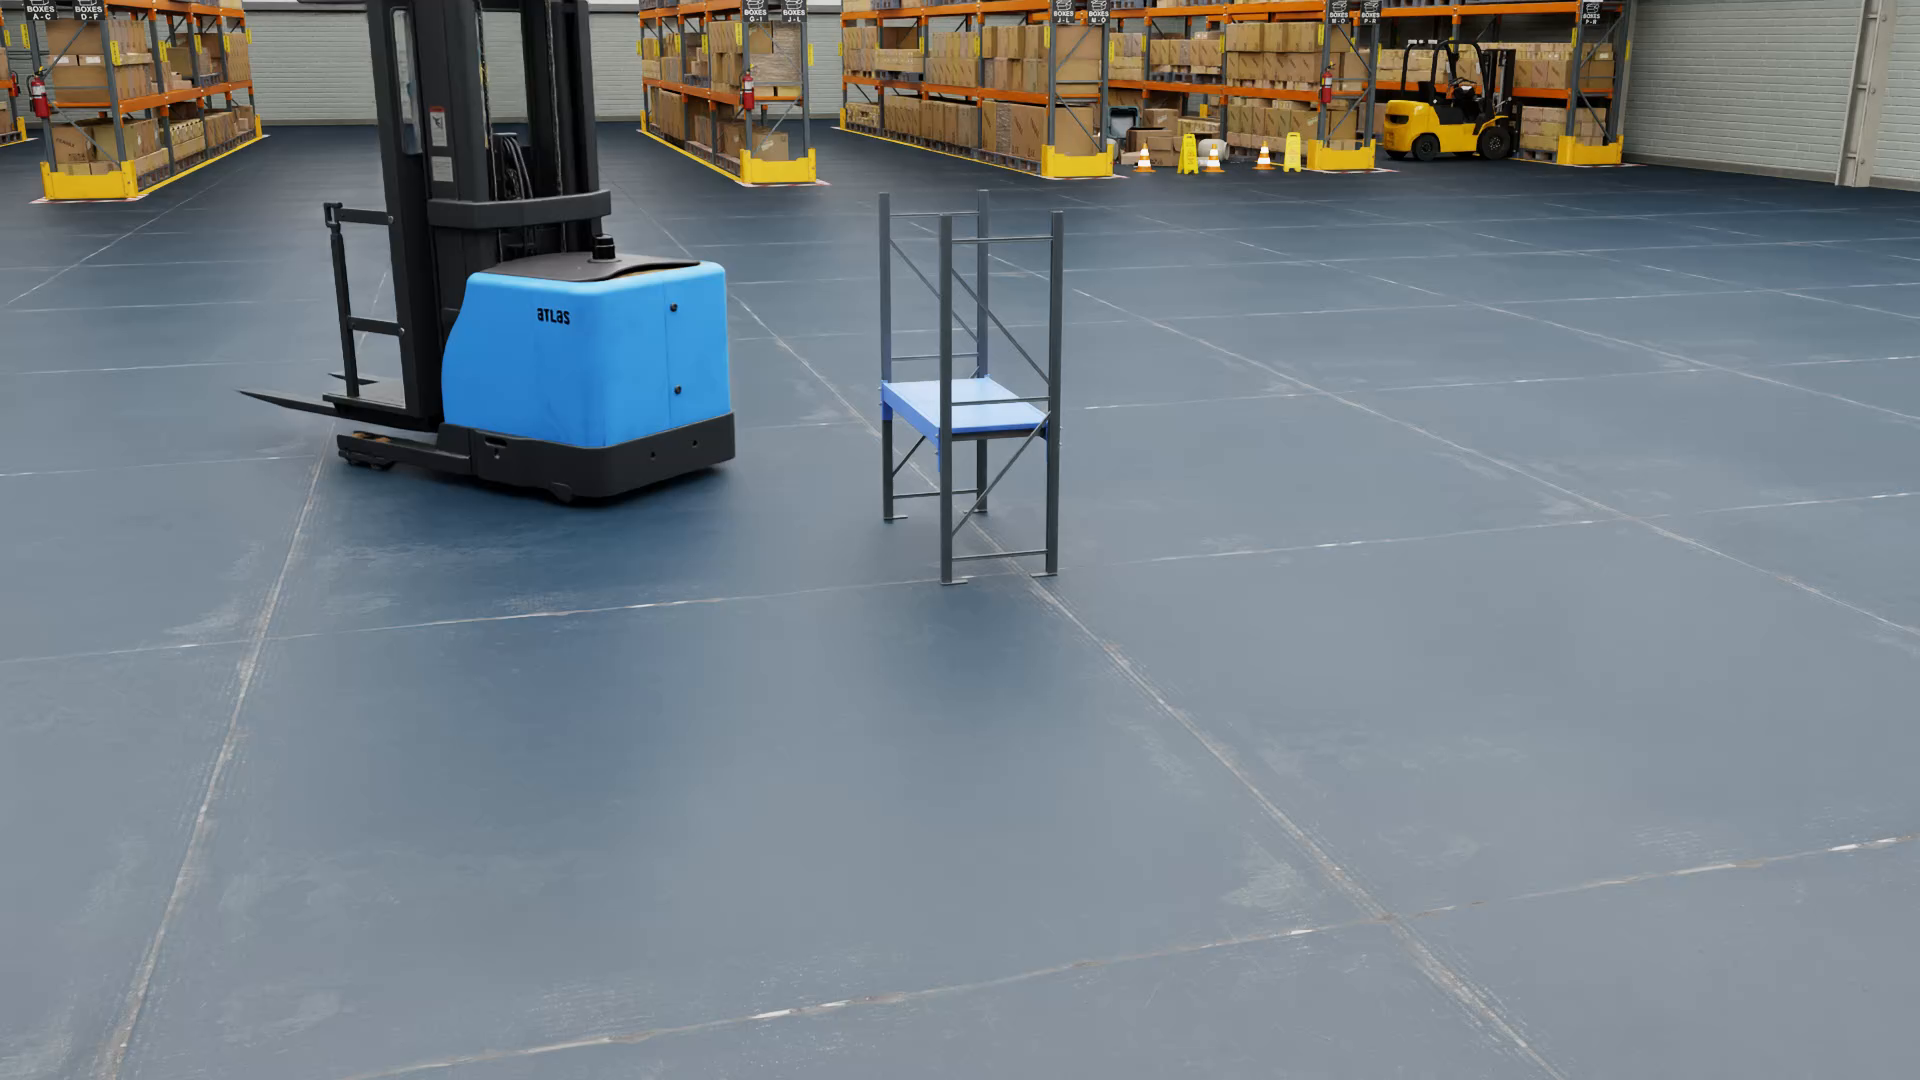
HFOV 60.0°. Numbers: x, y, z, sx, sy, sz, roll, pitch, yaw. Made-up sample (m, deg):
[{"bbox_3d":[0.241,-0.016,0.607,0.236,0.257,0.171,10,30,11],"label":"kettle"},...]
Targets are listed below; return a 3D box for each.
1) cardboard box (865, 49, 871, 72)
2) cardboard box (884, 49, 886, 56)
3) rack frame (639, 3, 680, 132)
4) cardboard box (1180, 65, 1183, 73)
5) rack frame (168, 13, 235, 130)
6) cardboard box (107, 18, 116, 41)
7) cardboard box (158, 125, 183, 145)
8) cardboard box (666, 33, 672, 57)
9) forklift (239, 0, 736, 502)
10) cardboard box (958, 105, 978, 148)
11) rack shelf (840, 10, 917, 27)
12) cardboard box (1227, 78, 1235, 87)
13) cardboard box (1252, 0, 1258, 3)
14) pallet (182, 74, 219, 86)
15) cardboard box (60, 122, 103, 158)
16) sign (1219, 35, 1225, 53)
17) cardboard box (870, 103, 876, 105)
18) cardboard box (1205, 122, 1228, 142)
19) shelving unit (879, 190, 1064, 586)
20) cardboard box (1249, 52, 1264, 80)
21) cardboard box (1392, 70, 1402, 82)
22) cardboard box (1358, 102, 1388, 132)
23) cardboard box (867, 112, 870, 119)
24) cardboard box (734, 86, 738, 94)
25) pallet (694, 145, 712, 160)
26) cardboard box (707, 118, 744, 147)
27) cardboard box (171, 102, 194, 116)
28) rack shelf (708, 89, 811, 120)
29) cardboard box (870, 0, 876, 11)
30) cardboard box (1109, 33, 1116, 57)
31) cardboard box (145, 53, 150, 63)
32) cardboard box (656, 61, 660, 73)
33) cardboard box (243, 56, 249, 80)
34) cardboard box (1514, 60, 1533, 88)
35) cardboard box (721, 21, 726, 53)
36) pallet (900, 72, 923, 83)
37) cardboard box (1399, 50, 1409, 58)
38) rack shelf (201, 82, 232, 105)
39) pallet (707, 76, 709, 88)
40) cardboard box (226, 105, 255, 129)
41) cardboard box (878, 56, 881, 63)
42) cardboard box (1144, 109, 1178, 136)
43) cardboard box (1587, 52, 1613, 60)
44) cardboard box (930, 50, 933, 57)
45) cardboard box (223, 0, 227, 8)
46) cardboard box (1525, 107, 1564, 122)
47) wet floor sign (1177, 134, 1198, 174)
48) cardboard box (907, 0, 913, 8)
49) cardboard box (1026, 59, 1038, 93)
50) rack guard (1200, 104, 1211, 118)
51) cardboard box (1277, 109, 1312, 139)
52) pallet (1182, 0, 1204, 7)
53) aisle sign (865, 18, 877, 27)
[{"bbox_3d":[-1.912,-11.247,38.991,0.500,0.500,0.500,-5,17,-17],"label":"cardboard box"},{"bbox_3d":[-1.483,-10.805,36.883,0.380,0.149,0.250,-5,17,-16],"label":"cardboard box"},{"bbox_3d":[-7.261,-11.544,40.670,1.000,3.000,0.127,-5,17,-15],"label":"rack frame"},{"bbox_3d":[4.765,-9.718,34.295,0.380,0.149,0.250,-4,17,-13],"label":"cardboard box"},{"bbox_3d":[-15.688,-9.656,34.382,1.000,3.000,0.127,-5,17,-15],"label":"rack frame"},{"bbox_3d":[-12.671,-7.295,24.096,0.700,0.500,0.500,-5,17,-17],"label":"cardboard box"},{"bbox_3d":[-13.496,-6.868,28.178,0.500,0.311,0.500,-5,17,-16],"label":"cardboard box"},{"bbox_3d":[-5.979,-10.790,36.242,0.797,0.503,0.637,-5,17,-17],"label":"cardboard box"},{"bbox_3d":[-2.680,-1.887,8.640,3.031,2.935,1.130,11,20,32],"label":"forklift"},{"bbox_3d":[0.576,-7.877,31.643,1.050,0.750,0.750,-5,17,-16],"label":"cardboard box"},{"bbox_3d":[-1.915,-12.447,39.712,1.077,0.370,4.000,-5,17,-15],"label":"rack shelf"},{"bbox_3d":[5.343,-8.776,31.889,0.380,0.149,0.250,-5,17,-16],"label":"cardboard box"},{"bbox_3d":[5.638,-10.010,30.785,0.380,0.149,0.250,-4,17,-14],"label":"cardboard box"},{"bbox_3d":[-15.128,-8.995,32.516,1.003,0.211,1.213,-5,17,-15],"label":"pallet"},{"bbox_3d":[-13.113,-5.980,24.892,0.500,0.500,0.500,-5,17,-15],"label":"cardboard box"},{"bbox_3d":[5.032,-9.518,31.912,0.100,0.325,0.005,-5,17,-15],"label":"sign"},{"bbox_3d":[-2.062,-10.829,41.479,0.380,0.149,0.250,-4,17,-14],"label":"cardboard box"},{"bbox_3d":[5.418,-8.096,33.028,0.950,0.372,0.625,-4,17,-15],"label":"cardboard box"},{"bbox_3d":[0.023,-0.695,7.158,0.538,1.500,1.048,-5,17,-15],"label":"shelving unit"},{"bbox_3d":[5.704,-8.778,30.770,0.500,0.500,0.500,-5,17,-16],"label":"cardboard box"},{"bbox_3d":[9.547,-9.869,35.355,0.500,0.250,0.500,-4,17,-13],"label":"cardboard box"},{"bbox_3d":[9.395,-9.399,36.924,0.875,0.625,0.625,-4,17,-13],"label":"cardboard box"},{"bbox_3d":[-1.998,-10.135,39.686,0.380,0.149,0.250,-4,17,-14],"label":"cardboard box"},{"bbox_3d":[-3.500,-7.405,27.327,0.380,0.149,0.250,-5,17,-15],"label":"cardboard box"},{"bbox_3d":[-4.518,-7.443,31.863,1.003,0.211,1.213,-5,17,-15],"label":"pallet"},{"bbox_3d":[-4.379,-7.698,31.446,0.700,0.500,0.500,-6,18,-20],"label":"cardboard box"},{"bbox_3d":[-15.376,-8.460,32.679,0.500,0.250,0.500,-5,17,-16],"label":"cardboard box"},{"bbox_3d":[-3.414,-7.327,27.881,1.077,0.370,4.000,-5,17,-15],"label":"rack shelf"},{"bbox_3d":[-1.760,-12.281,38.170,0.500,0.250,0.500,-4,17,-14],"label":"cardboard box"},{"bbox_3d":[3.661,-11.184,37.557,0.500,0.500,0.500,-5,17,-16],"label":"cardboard box"},{"bbox_3d":[-13.143,-7.674,26.486,0.380,0.149,0.250,-5,17,-16],"label":"cardboard box"},{"bbox_3d":[-6.536,-10.610,37.303,0.500,0.250,0.500,-5,17,-16],"label":"cardboard box"},{"bbox_3d":[-16.257,-10.564,37.234,0.500,0.500,0.500,-5,17,-15],"label":"cardboard box"},{"bbox_3d":[10.773,-8.745,31.176,0.500,0.500,0.500,-5,17,-16],"label":"cardboard box"},{"bbox_3d":[-3.661,-8.336,27.559,0.500,0.500,0.500,-5,17,-15],"label":"cardboard box"},{"bbox_3d":[-0.564,-9.792,35.171,1.213,0.211,1.003,-5,17,-15],"label":"pallet"},{"bbox_3d":[9.502,-10.256,35.079,0.380,0.149,0.250,-5,17,-17],"label":"cardboard box"},{"bbox_3d":[-15.138,-8.758,32.644,1.077,0.370,4.000,-5,17,-15],"label":"rack shelf"},{"bbox_3d":[-4.034,-8.356,30.389,1.003,0.211,1.213,-5,17,-15],"label":"pallet"},{"bbox_3d":[-16.401,-9.645,37.926,0.500,0.500,0.500,-5,17,-15],"label":"cardboard box"},{"bbox_3d":[-1.626,-10.808,37.410,0.380,0.149,0.250,-5,17,-16],"label":"cardboard box"},{"bbox_3d":[3.862,-8.025,31.982,0.500,0.500,0.500,-5,17,-15],"label":"cardboard box"},{"bbox_3d":[11.592,-8.768,30.127,0.380,0.149,0.250,-5,17,-17],"label":"cardboard box"},{"bbox_3d":[-0.419,-10.420,35.600,0.380,0.149,0.250,-5,18,-18],"label":"cardboard box"},{"bbox_3d":[-15.717,-11.313,34.947,0.500,0.250,0.500,-5,17,-15],"label":"cardboard box"},{"bbox_3d":[10.863,-7.902,30.856,0.500,0.250,0.500,-4,17,-14],"label":"cardboard box"},{"bbox_3d":[3.844,-6.504,27.982,0.267,0.644,0.232,-8,18,-25],"label":"wet floor sign"},{"bbox_3d":[-0.817,-11.455,34.985,0.500,0.500,0.500,-5,17,-15],"label":"cardboard box"},{"bbox_3d":[1.615,-7.804,27.957,0.875,0.550,0.550,-5,17,-15],"label":"cardboard box"},{"bbox_3d":[7.059,-11.503,44.877,1.175,0.500,0.348,-5,17,-15],"label":"rack guard"},{"bbox_3d":[6.047,-7.490,29.920,0.500,0.500,0.500,-4,17,-13],"label":"cardboard box"},{"bbox_3d":[5.210,-10.821,33.374,1.213,0.211,1.003,-5,17,-15],"label":"pallet"},{"bbox_3d":[-2.196,-13.197,41.654,0.394,0.787,0.004,-5,17,-15],"label":"aisle sign"}]
